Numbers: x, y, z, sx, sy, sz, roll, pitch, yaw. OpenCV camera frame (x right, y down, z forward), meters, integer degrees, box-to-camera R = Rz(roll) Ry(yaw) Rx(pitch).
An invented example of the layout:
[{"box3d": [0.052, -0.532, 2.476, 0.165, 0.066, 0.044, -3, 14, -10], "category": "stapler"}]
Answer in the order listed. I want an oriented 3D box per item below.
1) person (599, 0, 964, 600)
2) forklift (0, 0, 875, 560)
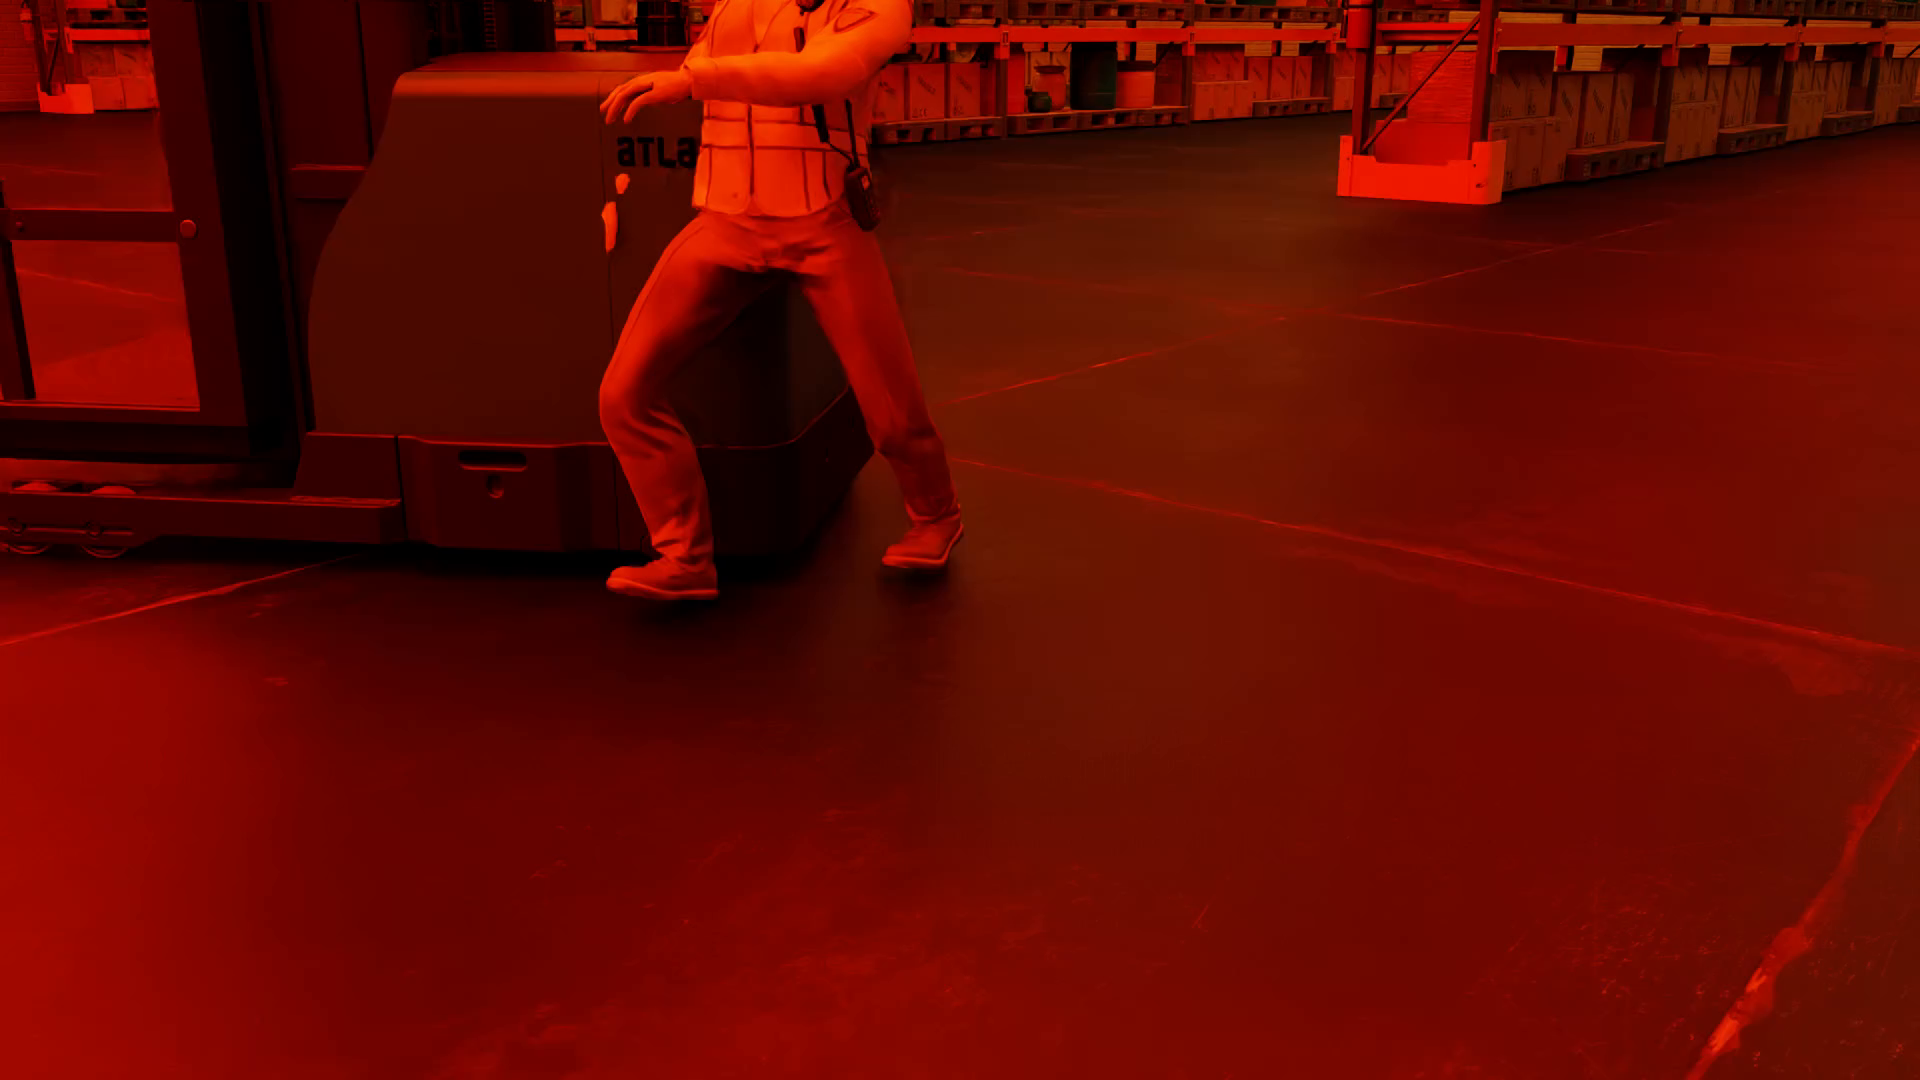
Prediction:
[{"box3d": [-0.426, -0.615, 3.309, 0.713, 1.556, 0.829, 6, 18, 19], "category": "person"}, {"box3d": [-1.789, -1.508, 3.864, 3.031, 2.935, 1.130, 2, 17, 8], "category": "forklift"}]
